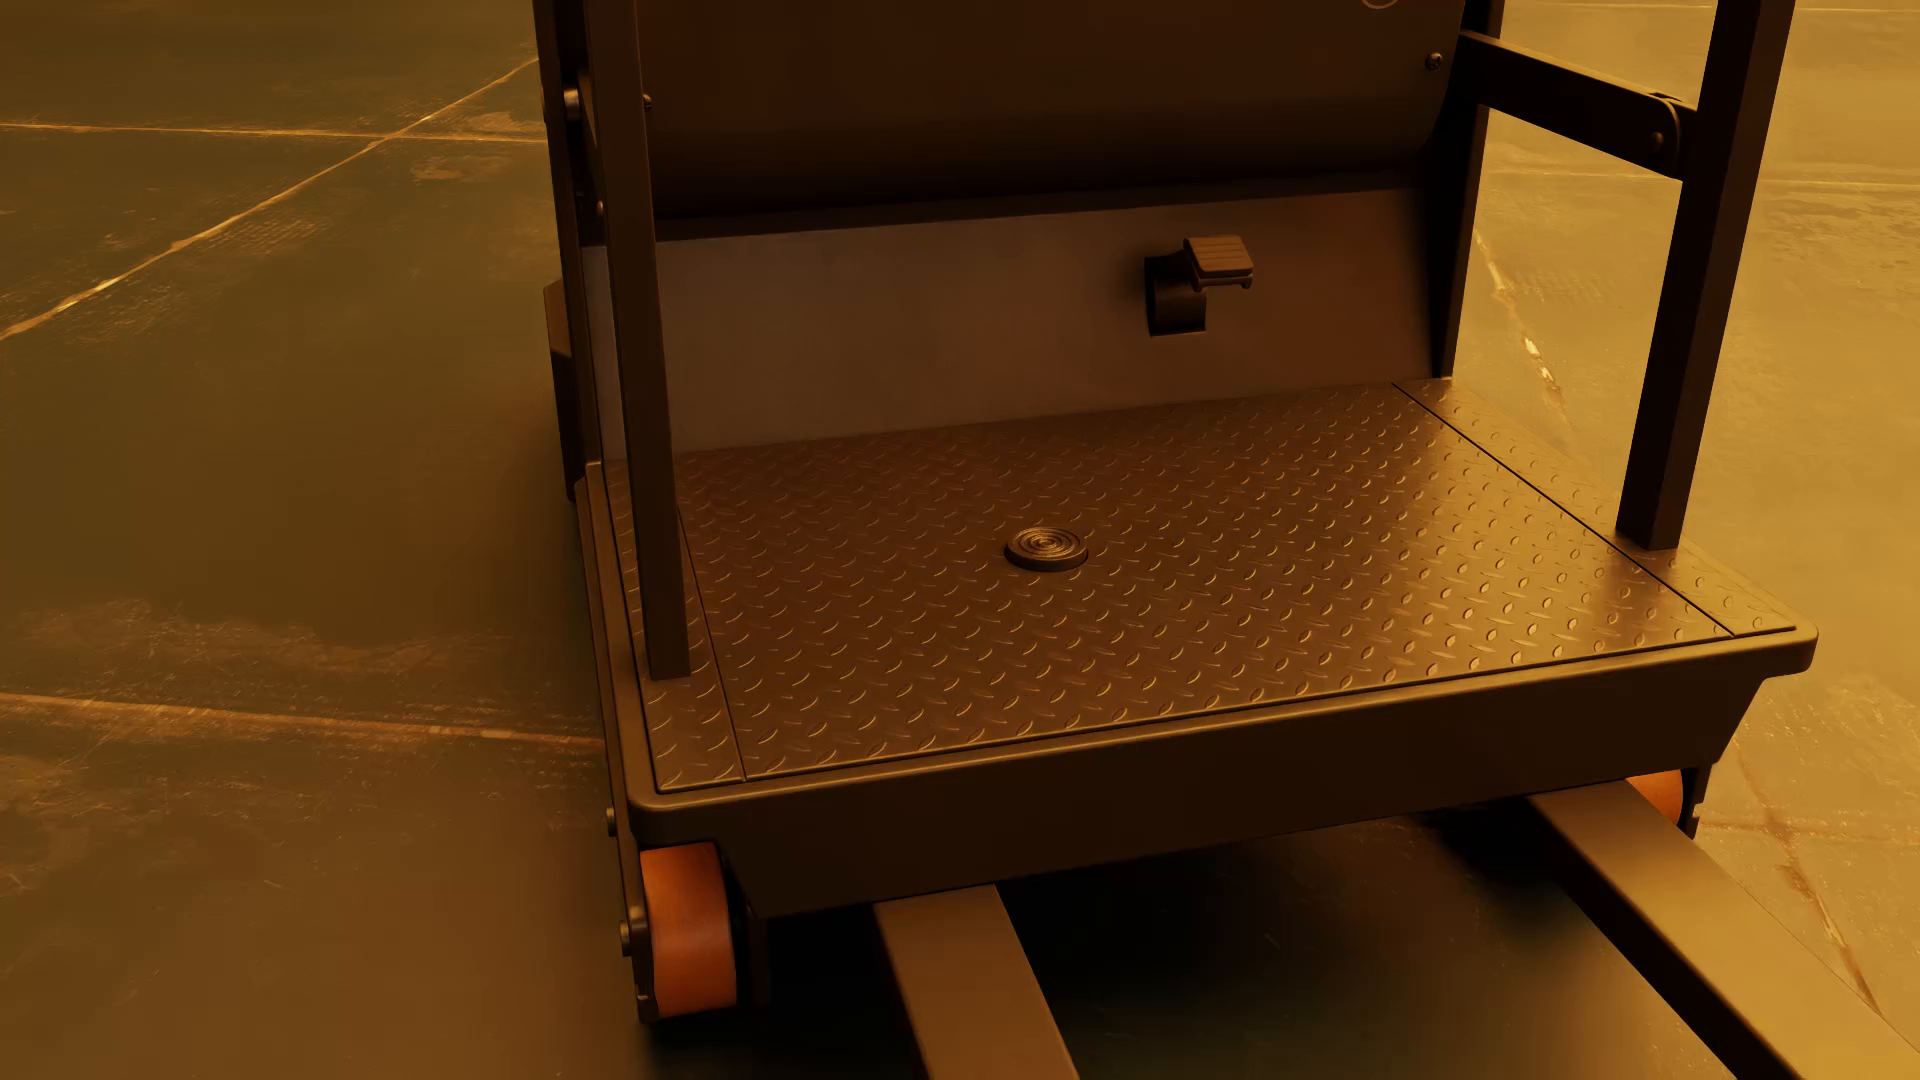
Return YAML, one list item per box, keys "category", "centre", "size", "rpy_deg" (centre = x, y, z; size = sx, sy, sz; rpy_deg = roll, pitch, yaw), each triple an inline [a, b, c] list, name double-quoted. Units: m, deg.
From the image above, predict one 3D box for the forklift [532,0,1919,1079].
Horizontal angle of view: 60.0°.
- category: "forklift"
  centre: [0.153, -1.049, 1.319]
  size: [1.130, 2.935, 3.031]
  rpy_deg: [-7, 27, -13]
